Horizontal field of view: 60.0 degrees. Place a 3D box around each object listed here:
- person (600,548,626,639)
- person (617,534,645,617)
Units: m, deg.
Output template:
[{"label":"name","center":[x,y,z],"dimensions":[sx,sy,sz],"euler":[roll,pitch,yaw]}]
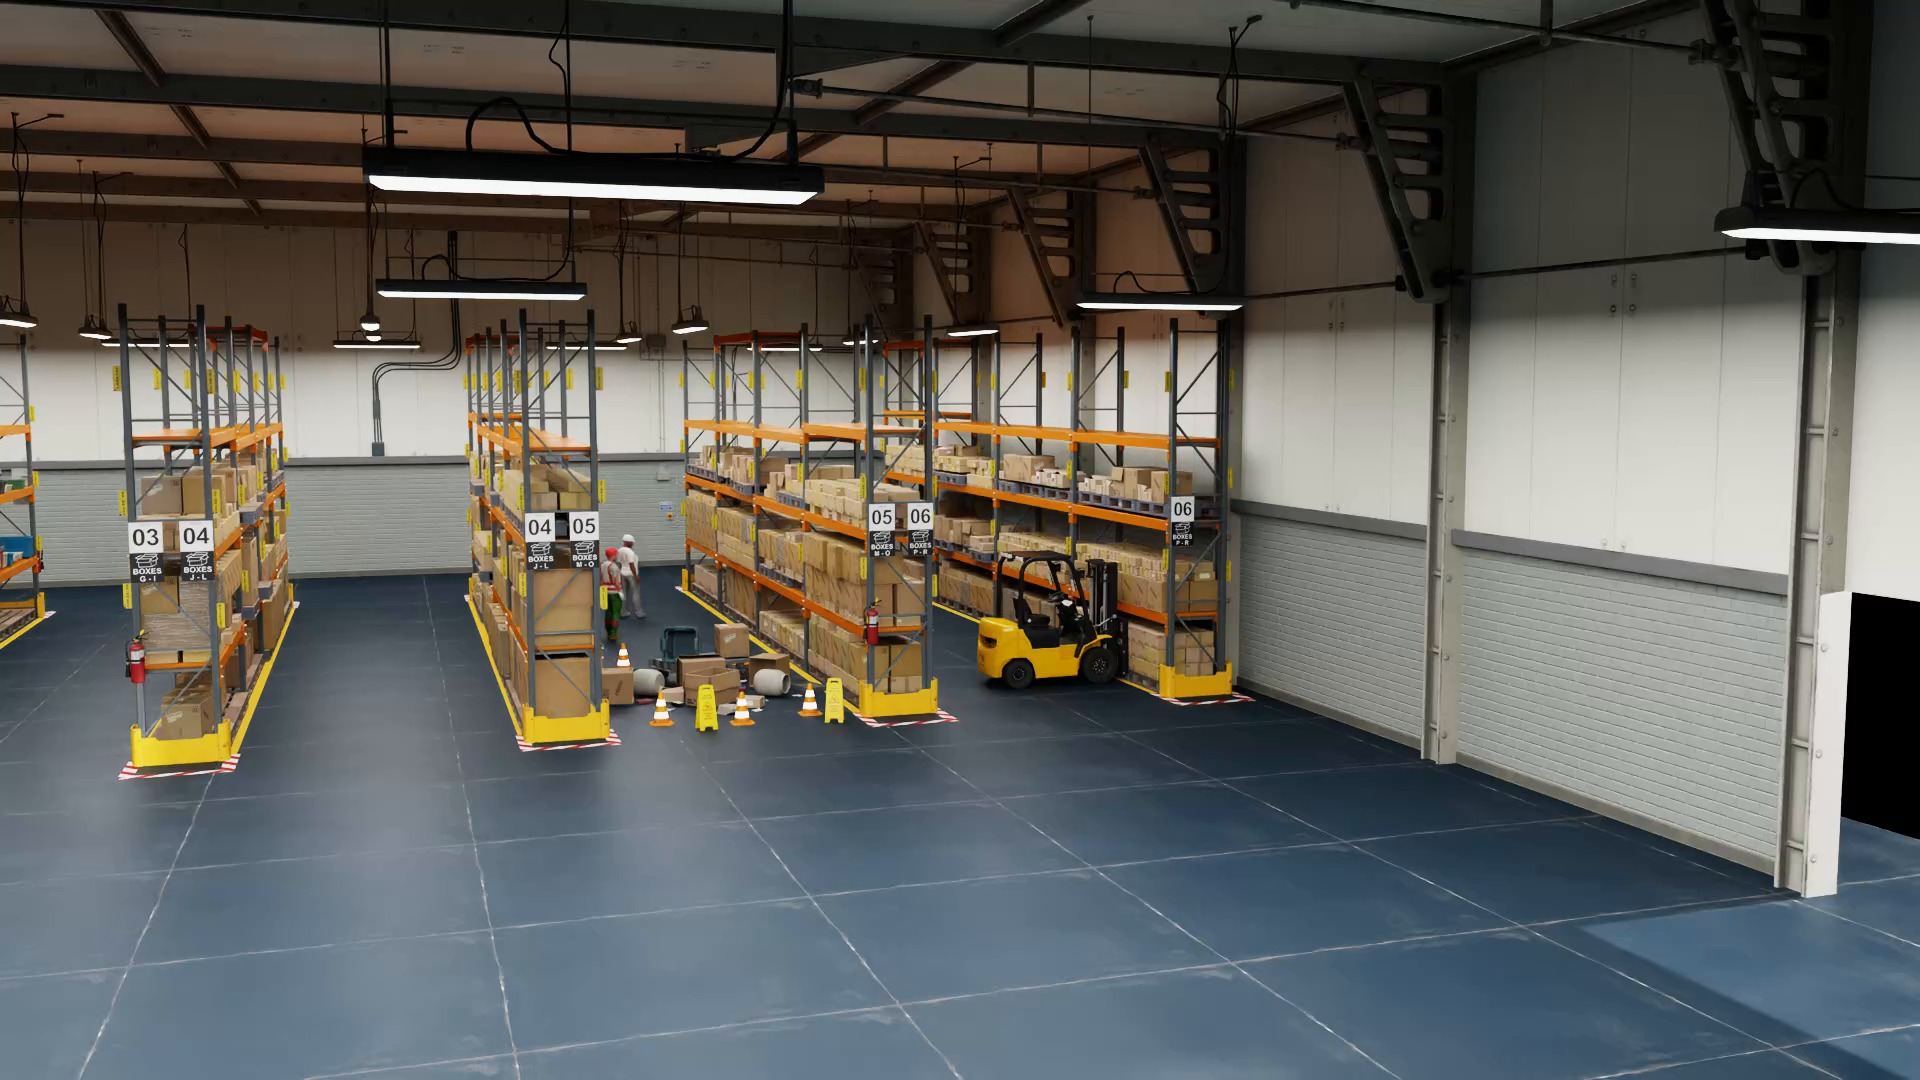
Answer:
[{"label":"person","center":[-6.793,1.037,32.556],"dimensions":[0.599,1.788,0.579],"euler":[2,6,24]},{"label":"person","center":[-7.050,0.759,35.444],"dimensions":[0.625,1.768,0.460],"euler":[3,6,30]}]
